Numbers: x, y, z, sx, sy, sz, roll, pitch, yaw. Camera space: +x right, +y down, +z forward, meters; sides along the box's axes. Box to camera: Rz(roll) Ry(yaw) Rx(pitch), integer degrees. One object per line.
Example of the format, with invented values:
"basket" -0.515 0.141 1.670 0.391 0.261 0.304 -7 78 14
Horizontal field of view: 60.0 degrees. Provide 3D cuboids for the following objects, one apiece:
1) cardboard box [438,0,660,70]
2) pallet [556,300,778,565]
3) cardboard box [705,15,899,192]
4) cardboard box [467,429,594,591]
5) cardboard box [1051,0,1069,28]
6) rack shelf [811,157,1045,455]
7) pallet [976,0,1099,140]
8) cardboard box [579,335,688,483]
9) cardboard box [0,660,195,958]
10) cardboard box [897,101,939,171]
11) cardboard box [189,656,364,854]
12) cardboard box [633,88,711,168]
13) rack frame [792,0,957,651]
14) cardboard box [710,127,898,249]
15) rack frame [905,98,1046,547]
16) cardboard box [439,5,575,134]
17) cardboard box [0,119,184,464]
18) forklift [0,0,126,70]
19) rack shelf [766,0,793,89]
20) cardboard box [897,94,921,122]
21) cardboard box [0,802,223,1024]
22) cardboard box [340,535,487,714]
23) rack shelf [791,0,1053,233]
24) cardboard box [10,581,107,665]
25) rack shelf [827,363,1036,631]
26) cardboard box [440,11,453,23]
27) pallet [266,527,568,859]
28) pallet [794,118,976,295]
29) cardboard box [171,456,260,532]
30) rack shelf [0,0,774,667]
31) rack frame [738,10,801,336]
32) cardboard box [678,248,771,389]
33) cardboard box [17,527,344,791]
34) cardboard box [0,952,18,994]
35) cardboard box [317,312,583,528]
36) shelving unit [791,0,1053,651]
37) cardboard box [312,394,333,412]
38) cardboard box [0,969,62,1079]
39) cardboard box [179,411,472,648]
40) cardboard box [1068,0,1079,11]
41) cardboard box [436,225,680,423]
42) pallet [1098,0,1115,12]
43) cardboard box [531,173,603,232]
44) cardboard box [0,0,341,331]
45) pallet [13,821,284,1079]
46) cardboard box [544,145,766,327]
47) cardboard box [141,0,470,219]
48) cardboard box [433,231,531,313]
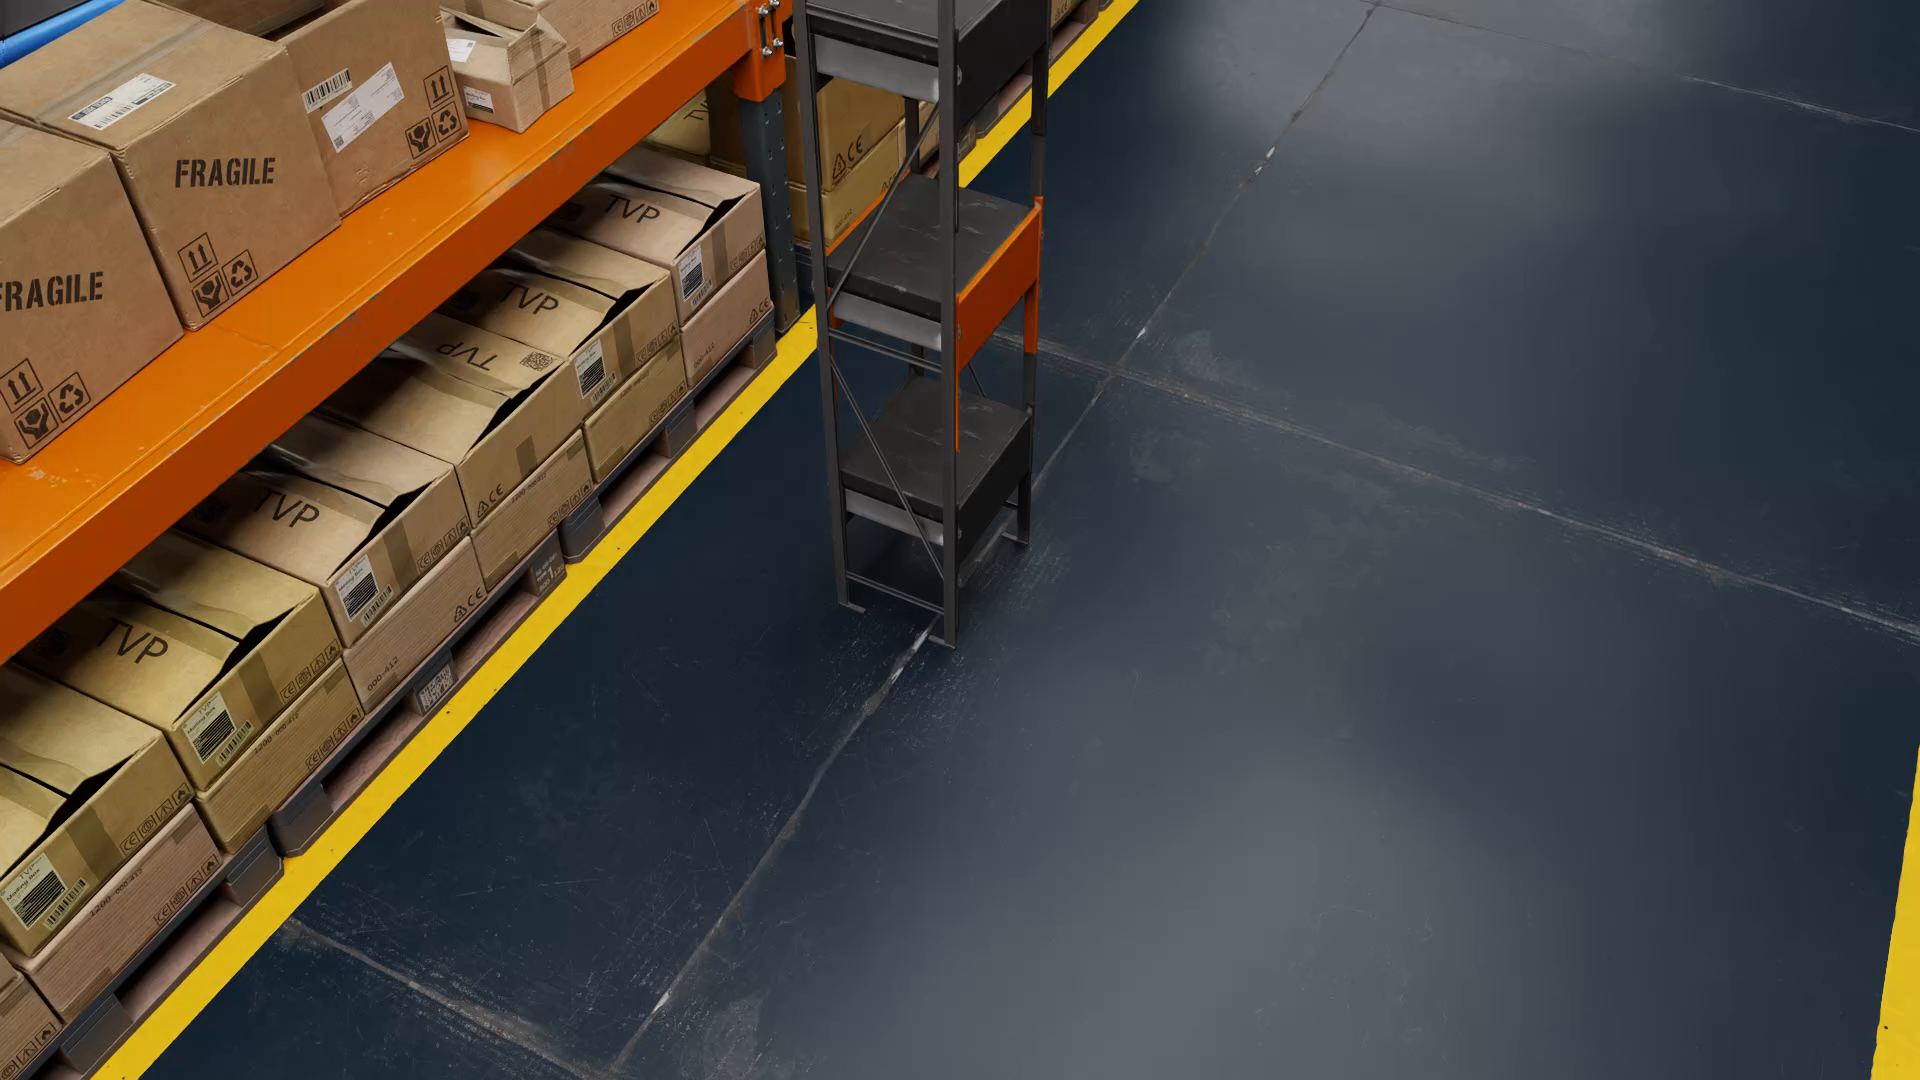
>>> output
"cardboard box" -1.239 -1.613 4.841 0.500 0.250 0.500 23 50 21
"pallet" -1.357 -0.533 5.629 1.003 0.211 1.213 20 49 19
"cardboard box" -0.557 -1.624 5.857 0.500 0.500 0.500 20 49 19
"cardboard box" -1.459 -0.174 4.951 0.500 0.250 0.500 21 49 20
"cardboard box" 0.134 -2.307 7.059 0.500 0.250 0.500 20 49 19
"rack shelf" -0.077 -0.624 4.410 0.431 0.518 0.480 20 49 19
"pallet" -0.078 -2.269 7.344 1.003 0.211 1.213 20 49 19
"cardboard box" -1.222 -0.497 5.270 0.500 0.250 0.500 20 49 18
"cardboard box" -2.167 0.585 3.807 0.500 0.311 0.500 19 48 18
"cardboard box" -0.329 -1.677 6.436 0.500 0.250 0.500 20 49 19
"cardboard box" -1.934 0.469 4.316 0.500 0.250 0.500 19 48 18
"cardboard box" -1.028 -1.536 6.297 0.500 0.250 0.500 20 49 19
"rack frame" -0.190 -0.480 4.248 0.400 2.100 0.015 20 49 19
"cardboard box" -0.566 -1.364 6.127 0.500 0.250 0.500 20 49 19
"rack frame" 0.036 -0.788 4.552 0.400 2.100 0.015 20 49 19
"cardboard box" -1.295 -1.329 4.549 0.396 0.266 0.258 19 48 18
"cardboard box" -2.142 -0.568 3.632 0.500 0.500 0.500 18 48 17
"forklift" -3.899 -1.612 4.783 1.130 2.935 3.031 27 51 24
"rack shelf" -0.121 -2.998 6.609 1.077 0.370 4.000 20 49 19
"cardboard box" -0.332 -1.941 6.171 0.500 0.500 0.500 20 49 19
"cardboard box" -2.170 0.798 3.990 0.500 0.250 0.500 19 48 18
"cardboard box" -1.696 0.146 4.635 0.500 0.250 0.500 21 49 20
"rack shelf" -0.077 -1.116 3.912 0.431 0.518 0.480 20 49 19
"cardboard box" -2.409 0.093 4.292 0.500 0.311 0.500 20 49 19
"rack shelf" -0.077 -0.132 4.908 0.431 0.518 0.480 20 49 19
"cardboard box" -1.642 -1.411 4.713 0.380 0.149 0.250 20 49 19
"pallet" -1.922 0.238 4.866 1.003 0.211 1.213 20 49 19
"pallet" -0.643 -1.497 6.581 1.003 0.211 1.213 20 49 19
"cardboard box" -2.174 -0.222 4.604 0.500 0.311 0.500 22 49 20
"rack shelf" -1.978 -0.478 4.119 1.077 0.370 4.000 20 49 19
"rack frame" -1.049 -1.990 5.108 1.000 3.000 0.127 20 49 19
"cardboard box" -0.985 -0.815 5.584 0.500 0.250 0.500 20 49 19
"cardboard box" -1.928 0.264 4.124 0.500 0.311 0.500 19 48 18
"cardboard box" -2.403 0.918 3.477 0.500 0.311 0.500 22 49 20
"cardboard box" -1.453 -0.375 4.756 0.500 0.311 0.500 20 49 19
"shelving unit" -0.077 -0.634 4.400 0.431 2.100 0.503 20 49 19
"cardboard box" -1.938 -0.550 4.929 0.500 0.311 0.500 19 48 18
"cardboard box" -2.403 1.115 3.677 0.500 0.250 0.500 20 49 19
"cardboard box" -1.690 -0.060 4.444 0.500 0.311 0.500 20 49 19
"cardboard box" 0.368 -2.621 7.370 0.500 0.250 0.500 20 49 19
"cardboard box" -1.219 -0.689 5.066 0.500 0.311 0.500 22 49 20
"pallet" 0.489 -3.035 8.101 1.003 0.211 1.213 20 49 19
"cardboard box" -1.462 -1.191 5.561 0.500 0.311 0.500 21 49 19
"cardboard box" -1.897 -0.900 3.960 0.500 0.500 0.500 21 49 19
"pallet" -2.490 1.004 4.109 1.003 0.211 1.213 20 49 19
"cardboard box" -0.984 -1.019 5.392 0.500 0.311 0.500 20 49 19
"cardboard box" -1.665 -1.215 4.272 0.500 0.500 0.500 24 50 22
"cardboard box" -1.699 -0.877 5.251 0.500 0.311 0.500 20 49 19
